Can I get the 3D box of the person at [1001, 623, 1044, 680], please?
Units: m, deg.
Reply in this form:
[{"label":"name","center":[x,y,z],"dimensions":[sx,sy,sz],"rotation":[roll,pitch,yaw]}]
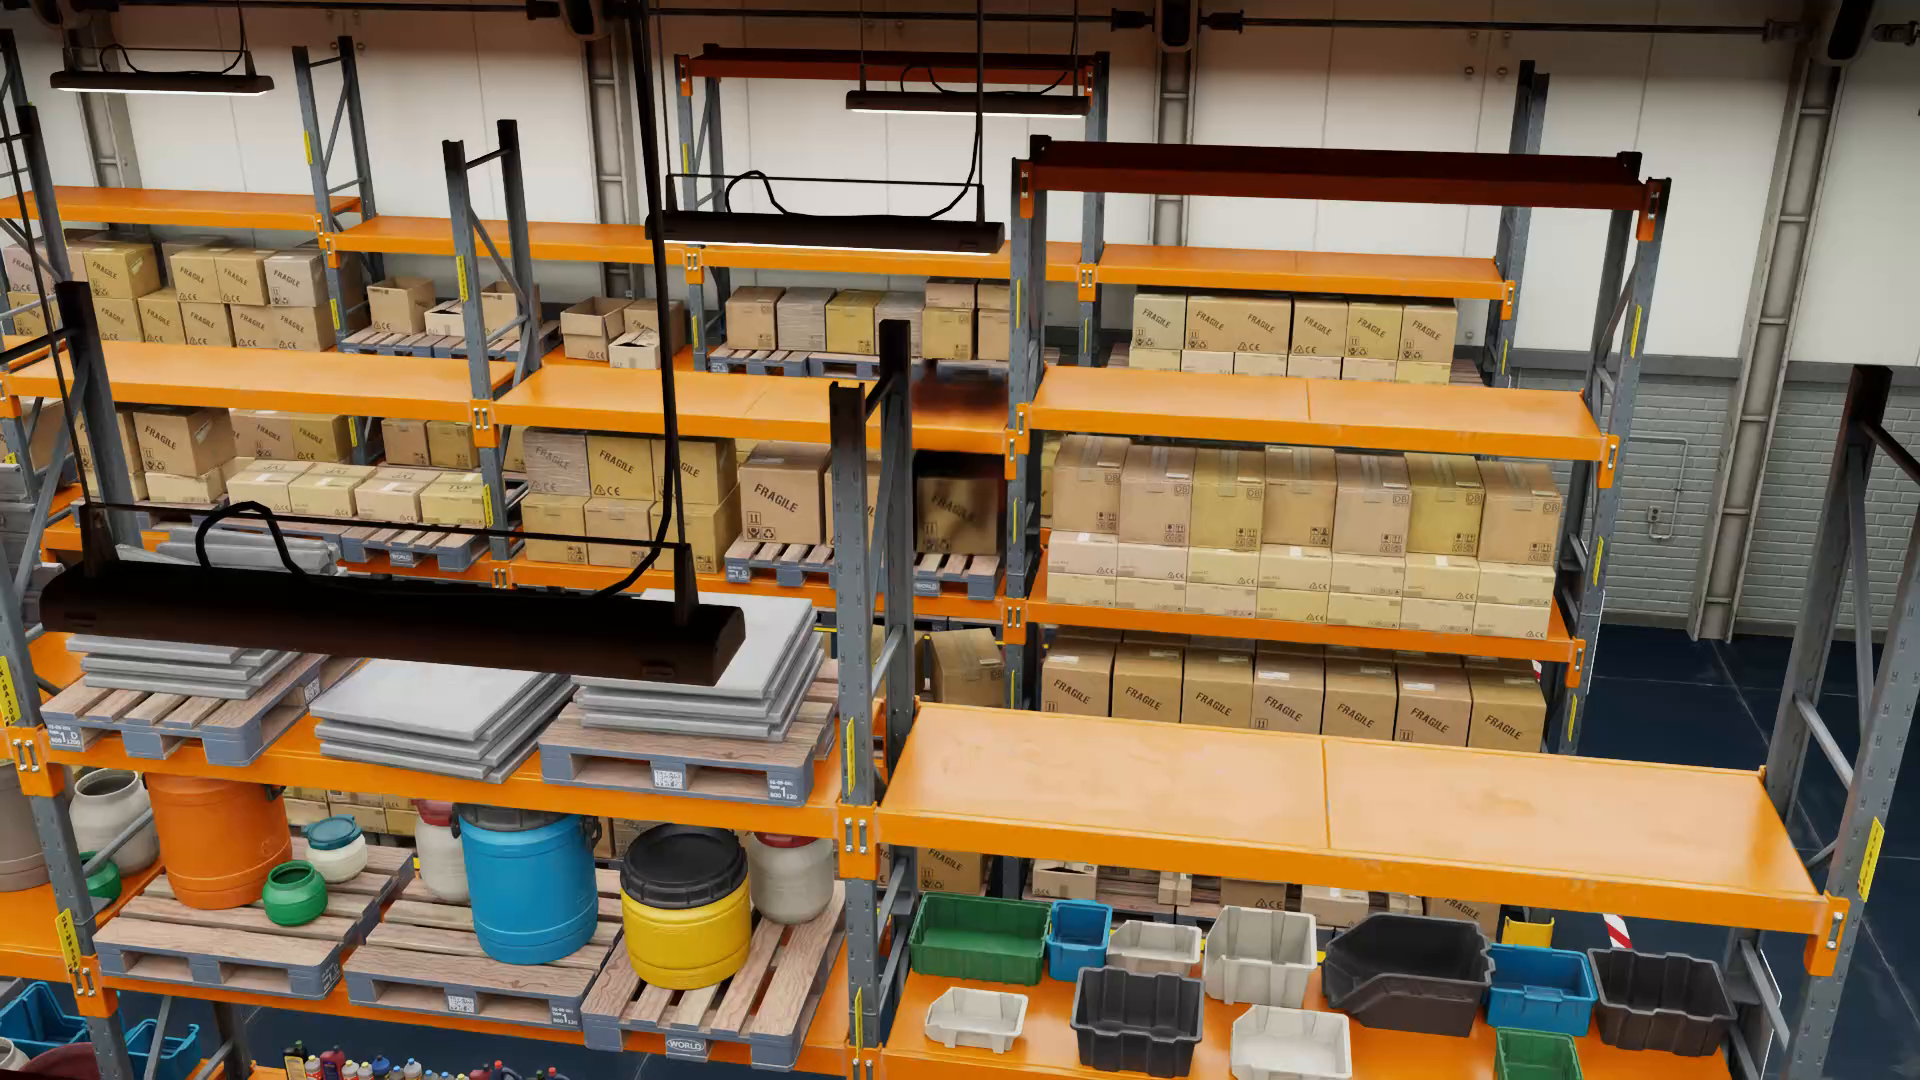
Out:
[{"label":"person","center":[0.646,0.797,15.954],"dimensions":[0.997,1.636,0.624],"rotation":[3,23,7]}]
